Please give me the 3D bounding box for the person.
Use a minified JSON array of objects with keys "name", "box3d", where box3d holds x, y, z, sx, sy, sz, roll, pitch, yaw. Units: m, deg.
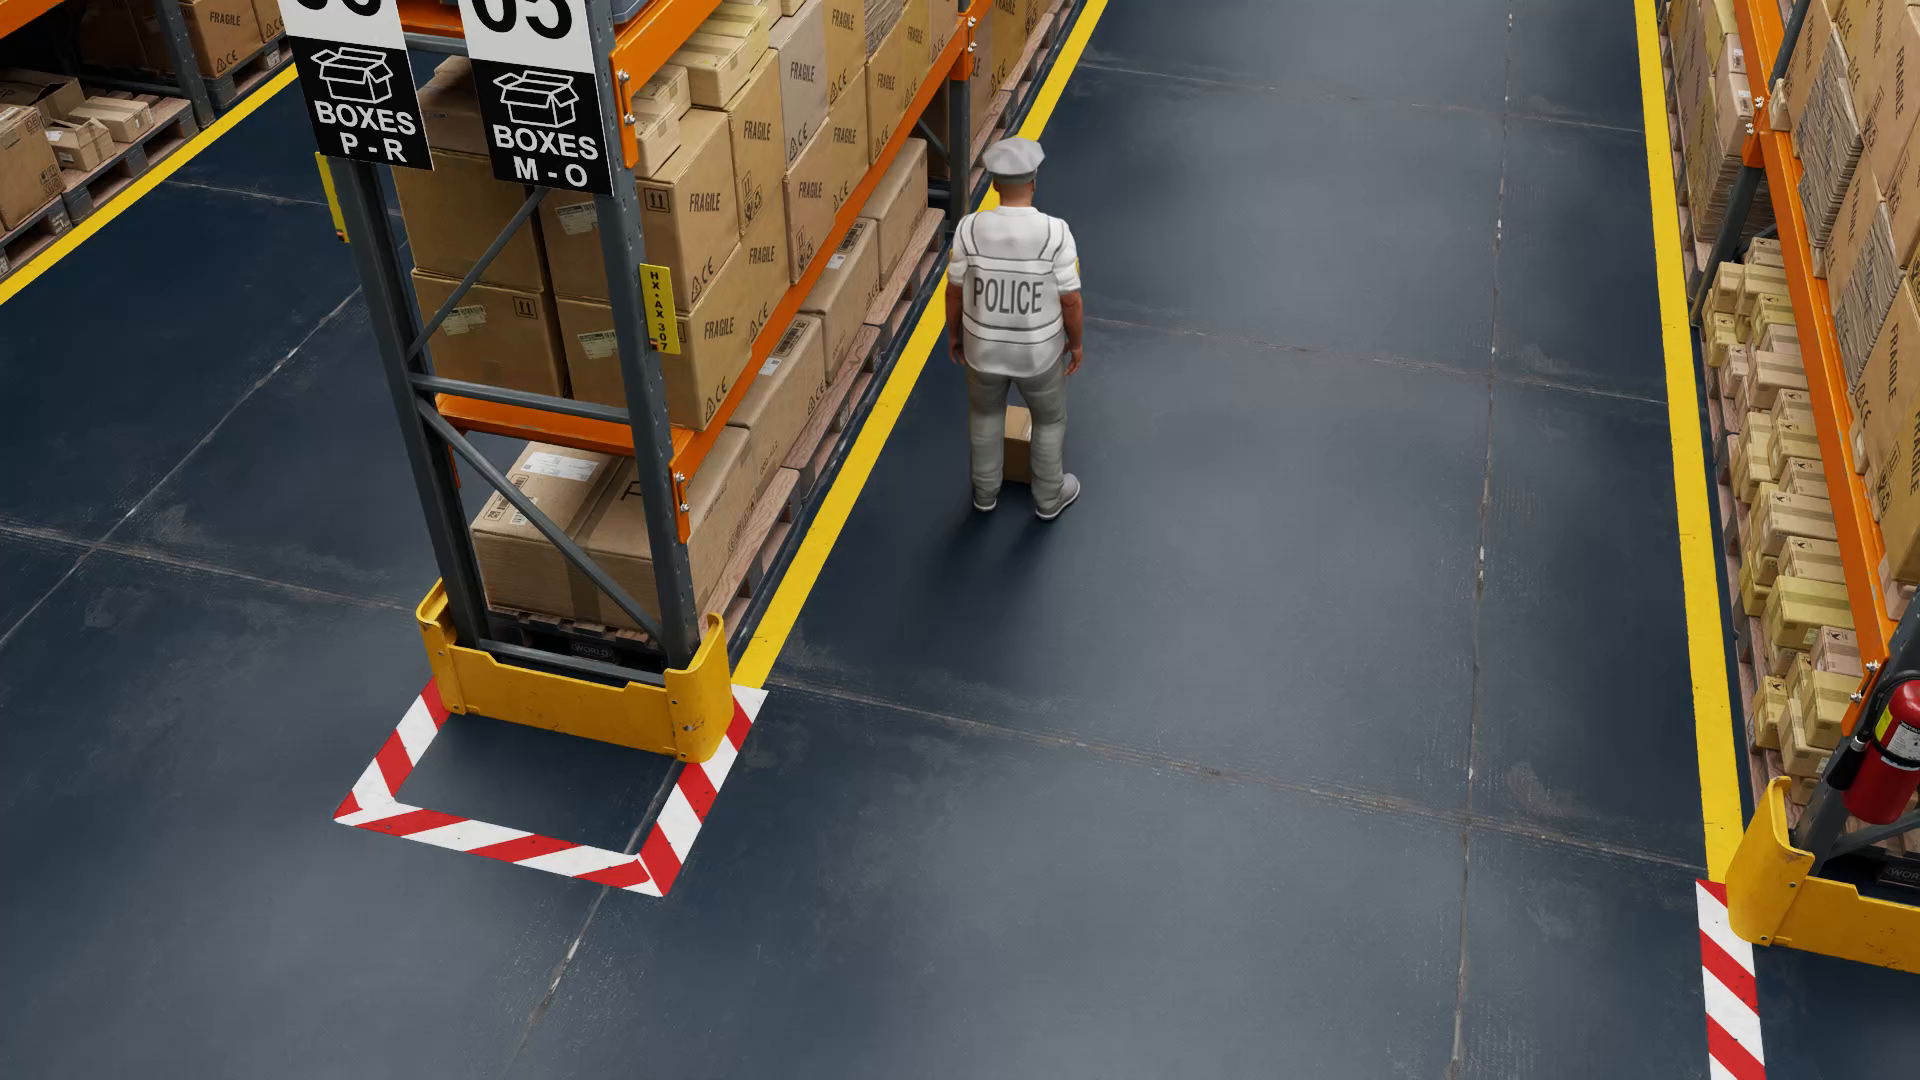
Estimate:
[{"name":"person","box3d":[0.235,-0.837,7.124,0.604,1.747,0.437,8,41,9]}]
